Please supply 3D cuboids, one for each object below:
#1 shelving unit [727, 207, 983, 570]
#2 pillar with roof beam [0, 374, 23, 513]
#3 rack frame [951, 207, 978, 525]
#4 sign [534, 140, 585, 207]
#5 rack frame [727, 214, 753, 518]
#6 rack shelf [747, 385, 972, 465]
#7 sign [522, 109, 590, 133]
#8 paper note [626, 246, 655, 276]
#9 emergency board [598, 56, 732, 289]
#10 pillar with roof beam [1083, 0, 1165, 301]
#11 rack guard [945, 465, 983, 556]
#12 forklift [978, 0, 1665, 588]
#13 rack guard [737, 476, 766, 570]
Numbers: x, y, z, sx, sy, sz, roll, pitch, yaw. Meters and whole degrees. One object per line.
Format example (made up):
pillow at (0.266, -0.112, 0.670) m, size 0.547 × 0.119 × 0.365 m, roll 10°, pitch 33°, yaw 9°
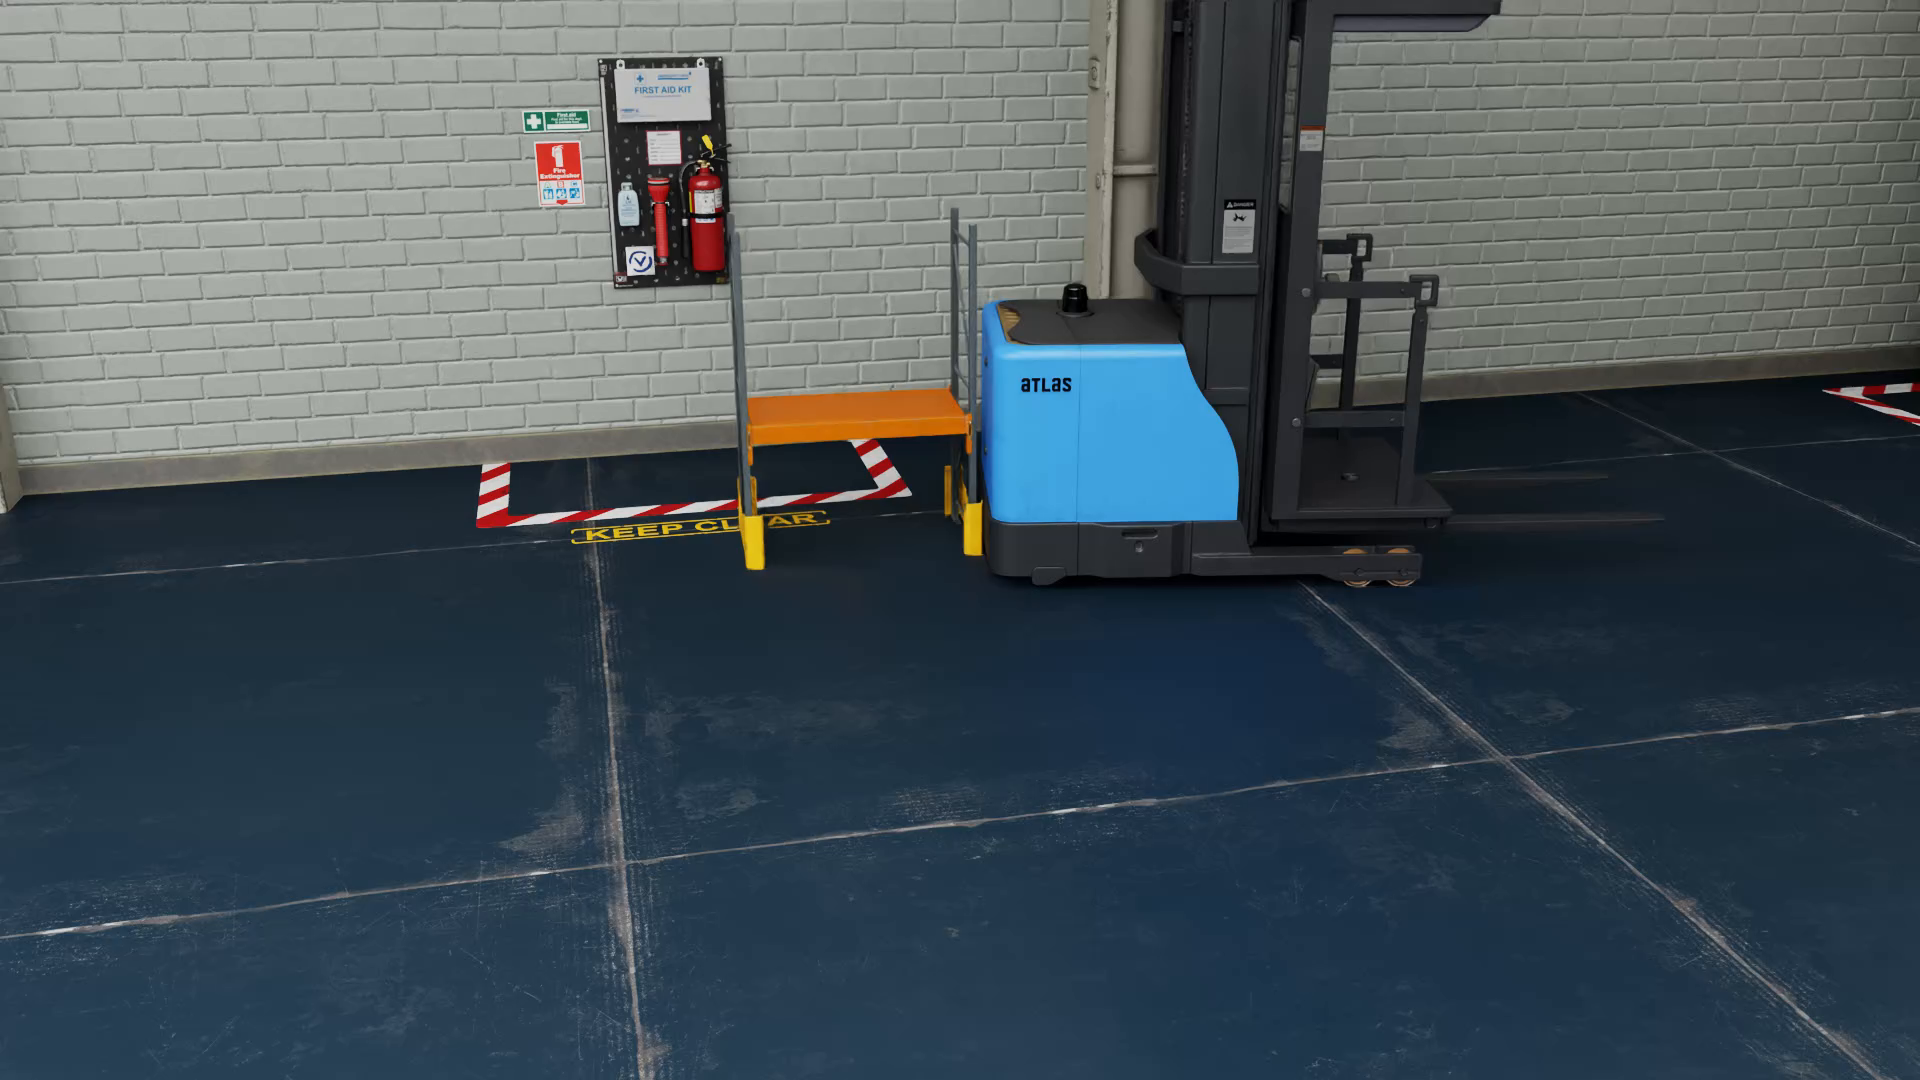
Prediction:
shelving unit at (-0.475, -0.702, 7.550) m, size 1.083 × 1.500 × 0.587 m, roll -4°, pitch 20°, yaw -10°
pillar with roof beam at (-3.926, -2.955, 2.799) m, size 0.400 × 9.000 × 9.100 m, roll -5°, pitch 21°, yaw -12°
rack frame at (0.016, -0.733, 7.634) m, size 0.032 × 1.500 × 0.500 m, roll -4°, pitch 20°, yaw -10°
sign at (-2.053, -1.879, 8.531) m, size 0.234 × 0.329 × 0.001 m, roll -5°, pitch 21°, yaw -12°
rack frame at (-0.984, -0.670, 7.464) m, size 0.032 × 1.500 × 0.500 m, roll -4°, pitch 20°, yaw -10°
rack shelf at (-0.484, -0.533, 7.611) m, size 1.000 × 0.185 × 0.538 m, roll -4°, pitch 20°, yaw -10°
sign at (-2.047, -2.125, 8.433) m, size 0.331 × 0.109 × 0.001 m, roll -5°, pitch 21°, yaw -12°
paper note at (-1.680, -1.467, 8.739) m, size 0.142 × 0.148 × 0.016 m, roll -5°, pitch 21°, yaw -12°
emergency board at (-1.491, -1.871, 8.562) m, size 0.643 × 1.169 × 0.194 m, roll -5°, pitch 21°, yaw -12°
pillar with roof beam at (1.913, -3.430, 4.096) m, size 0.400 × 9.000 × 9.100 m, roll -5°, pitch 21°, yaw -12°
rack guard at (0.015, -0.146, 7.849) m, size 0.087 × 0.250 × 0.587 m, roll -4°, pitch 20°, yaw -10°
forklift at (1.621, -1.351, 7.241) m, size 3.031 × 2.935 × 1.130 m, roll -1°, pitch 20°, yaw -2°
rack guard at (-0.965, -0.085, 7.683) m, size 0.087 × 0.250 × 0.587 m, roll -4°, pitch 20°, yaw -10°
